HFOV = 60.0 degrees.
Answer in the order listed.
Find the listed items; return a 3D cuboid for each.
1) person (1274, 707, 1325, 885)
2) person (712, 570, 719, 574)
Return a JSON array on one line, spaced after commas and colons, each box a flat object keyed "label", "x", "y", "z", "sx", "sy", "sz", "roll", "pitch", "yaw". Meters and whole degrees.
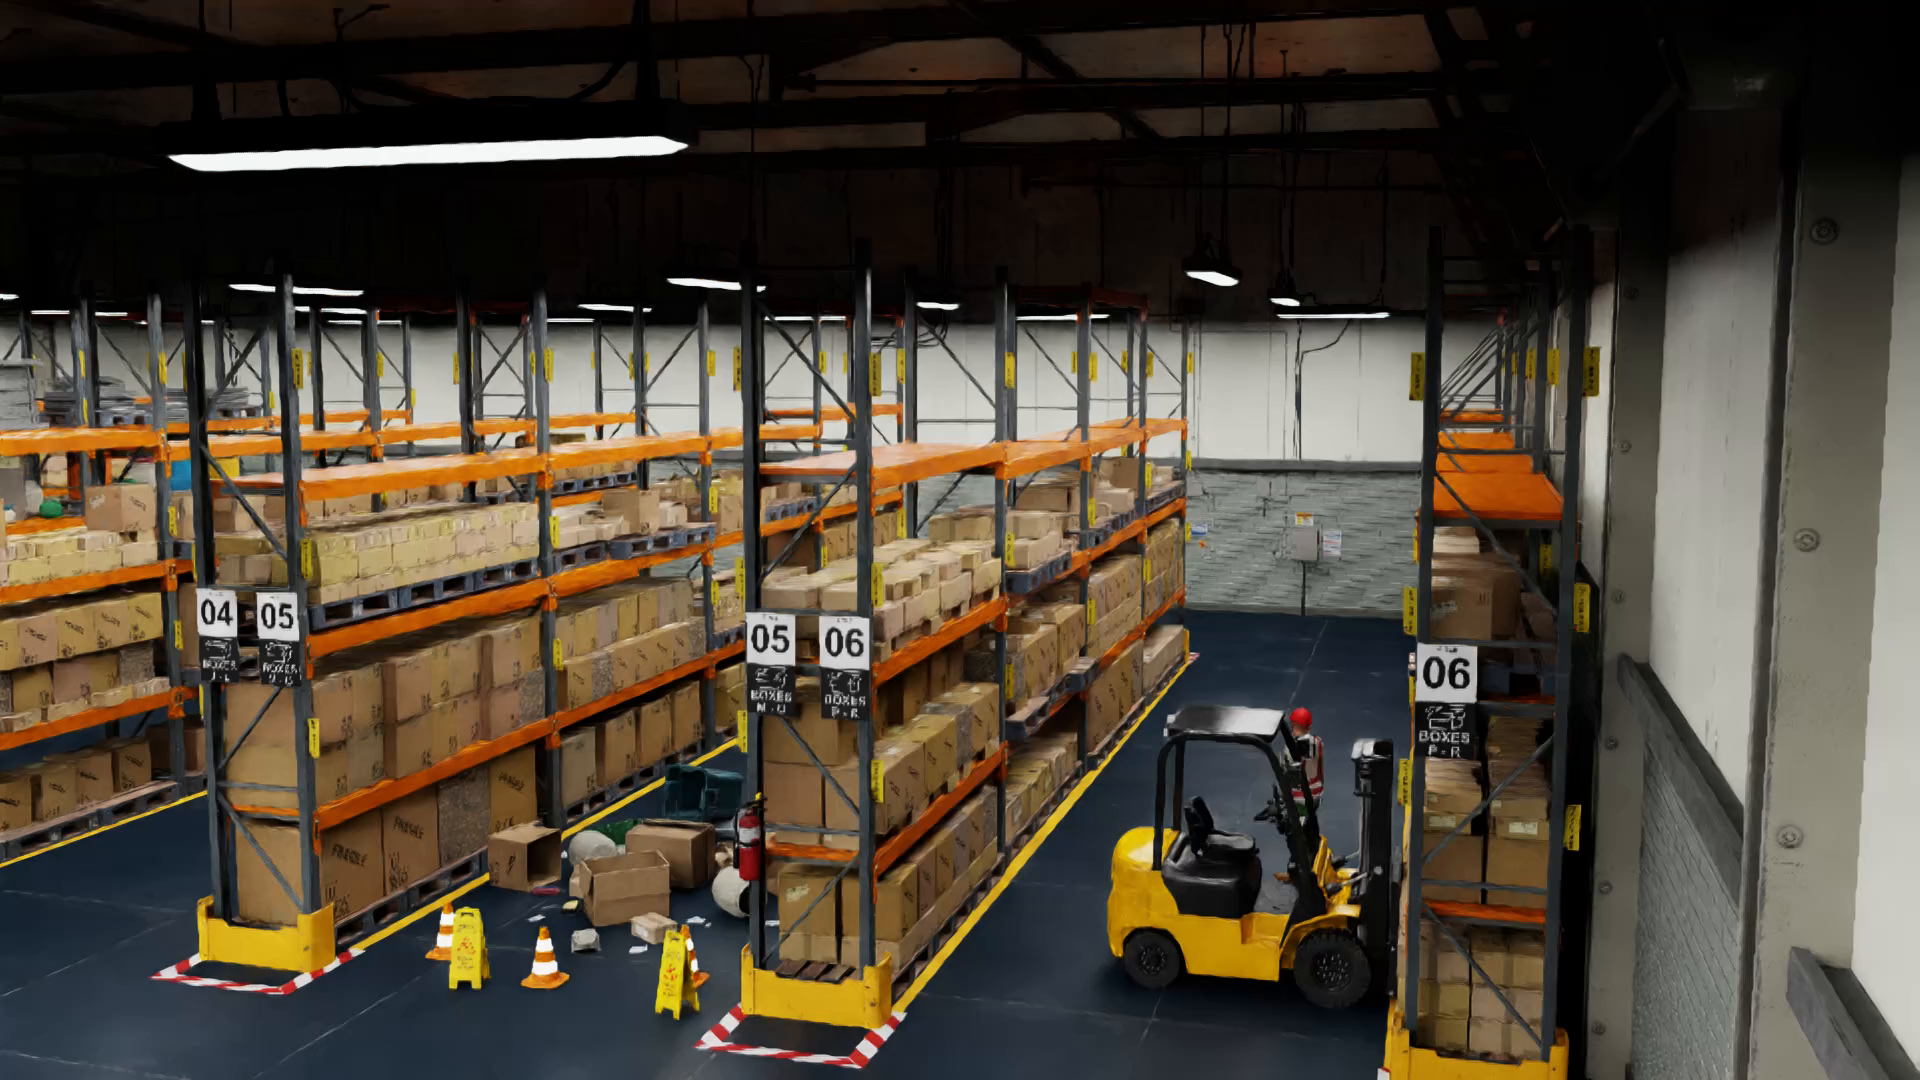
[{"label": "person", "x": 3.248, "y": 2.480, "z": 15.980, "sx": 0.583, "sy": 1.785, "sz": 0.661, "roll": 6, "pitch": 9, "yaw": 42}, {"label": "person", "x": -4.008, "y": 1.289, "z": 27.554, "sx": 0.598, "sy": 1.618, "sz": 0.507, "roll": 2, "pitch": 7, "yaw": 14}]
